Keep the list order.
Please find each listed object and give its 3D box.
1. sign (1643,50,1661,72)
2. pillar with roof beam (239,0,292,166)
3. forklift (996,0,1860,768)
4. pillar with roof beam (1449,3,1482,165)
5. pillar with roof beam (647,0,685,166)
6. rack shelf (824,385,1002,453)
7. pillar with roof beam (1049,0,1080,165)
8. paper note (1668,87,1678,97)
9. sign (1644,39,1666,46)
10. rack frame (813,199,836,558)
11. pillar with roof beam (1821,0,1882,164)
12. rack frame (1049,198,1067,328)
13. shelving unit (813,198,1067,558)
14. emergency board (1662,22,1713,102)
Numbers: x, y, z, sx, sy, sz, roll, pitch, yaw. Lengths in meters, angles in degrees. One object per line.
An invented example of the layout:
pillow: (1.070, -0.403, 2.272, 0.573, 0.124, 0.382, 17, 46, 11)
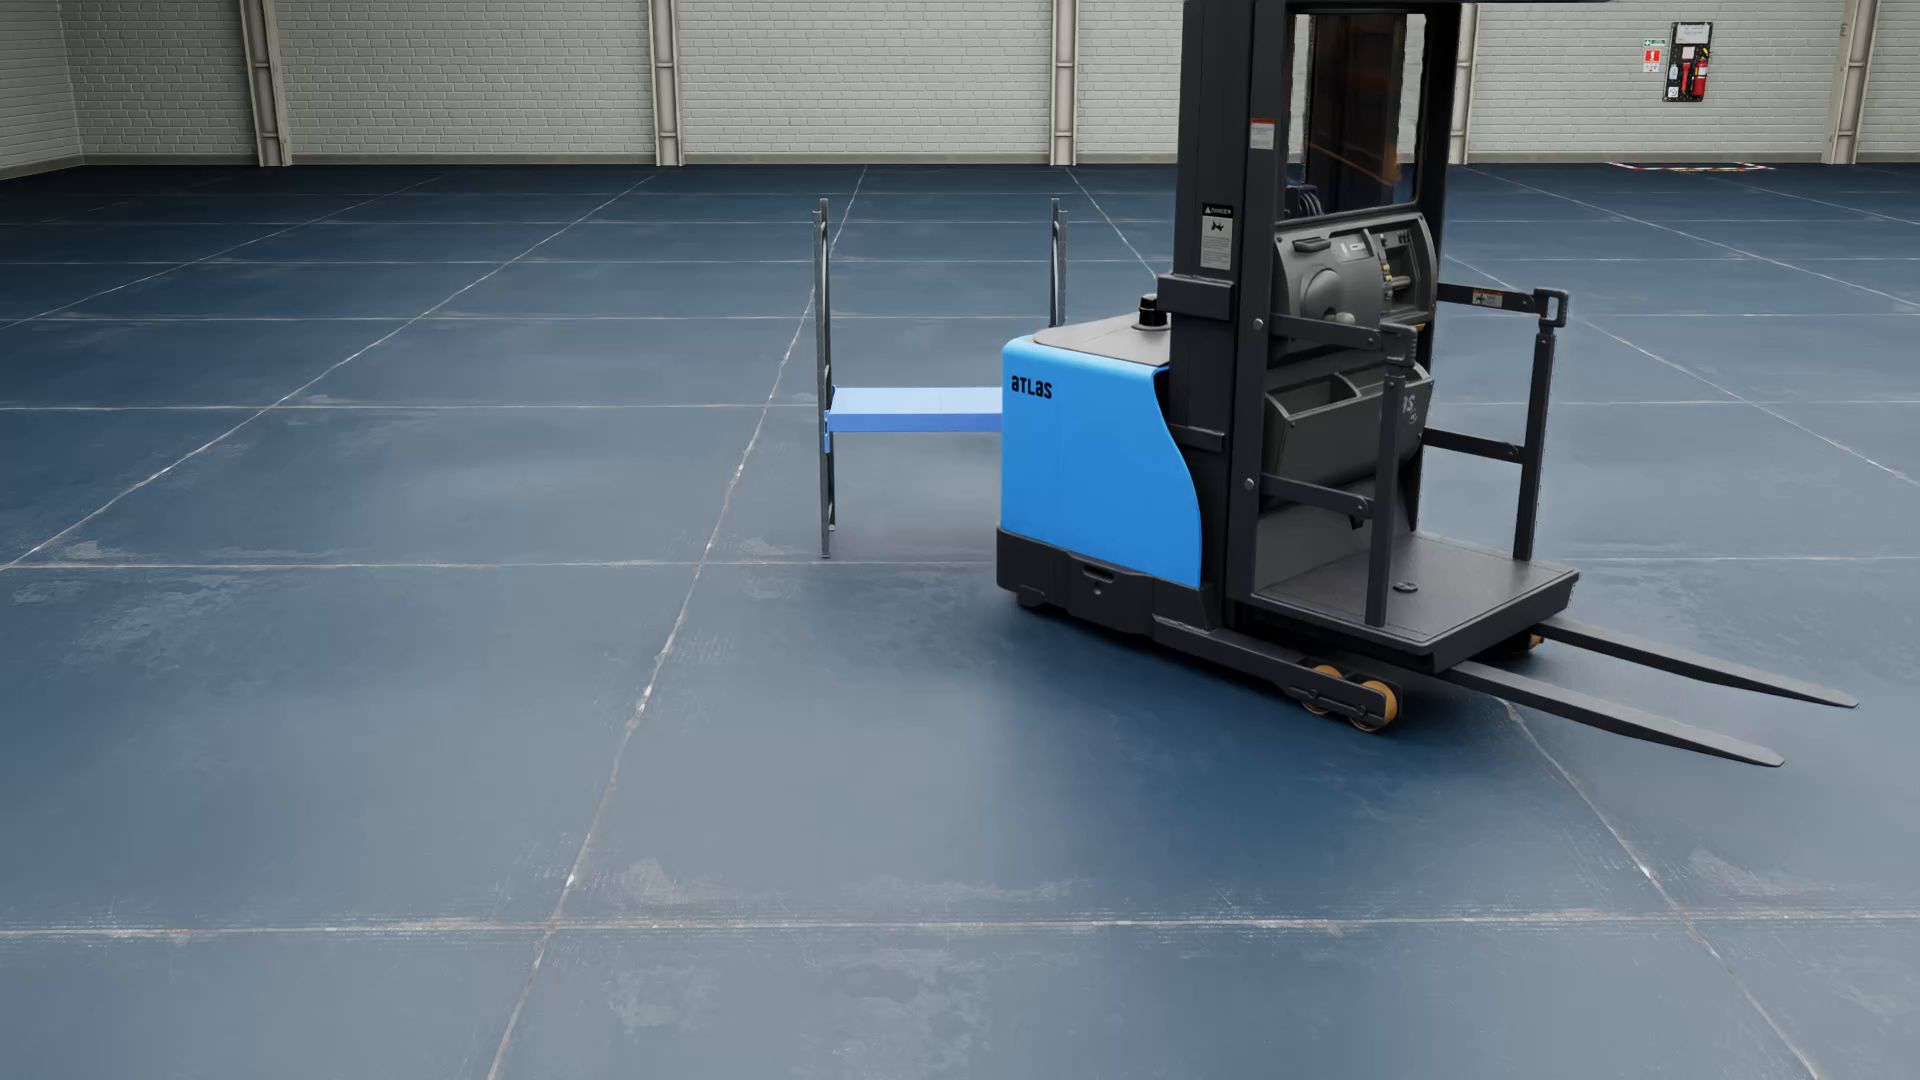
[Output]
sign: (10.546, -7.303, 25.344, 0.234, 0.329, 0.001, 0, 18, -1)
pillar with roof beam: (-10.357, -8.684, 19.885, 0.400, 9.000, 9.100, 0, 18, -1)
forklift: (1.537, -0.934, 5.661, 1.130, 2.935, 3.031, -17, 24, -42)
pillar with roof beam: (7.641, -8.770, 20.156, 0.400, 9.000, 9.100, 0, 18, -1)
pillar with roof beam: (-4.357, -8.713, 19.975, 0.400, 9.000, 9.100, 0, 18, -1)
rack shelf: (-0.085, -0.542, 7.372, 1.000, 0.185, 0.538, 0, 18, -1)
pillar with roof beam: (1.642, -8.741, 20.065, 0.400, 9.000, 9.100, 0, 18, -1)
paper note: (10.923, -6.858, 25.458, 0.142, 0.148, 0.016, 0, 18, -1)
sign: (10.551, -7.553, 25.255, 0.331, 0.109, 0.001, 0, 18, -1)
rack frame: (-0.594, -0.711, 7.310, 0.032, 1.500, 0.500, 0, 18, -1)
pillar with roof beam: (13.640, -8.799, 20.246, 0.400, 9.000, 9.100, 0, 18, -1)
rack frame: (0.423, -0.716, 7.325, 0.032, 1.500, 0.500, 0, 18, -1)
shelving unit: (-0.085, -0.714, 7.317, 1.048, 1.500, 0.538, 0, 18, -1)
emergency board: (11.101, -7.257, 25.260, 0.643, 1.169, 0.194, 0, 18, -1)
